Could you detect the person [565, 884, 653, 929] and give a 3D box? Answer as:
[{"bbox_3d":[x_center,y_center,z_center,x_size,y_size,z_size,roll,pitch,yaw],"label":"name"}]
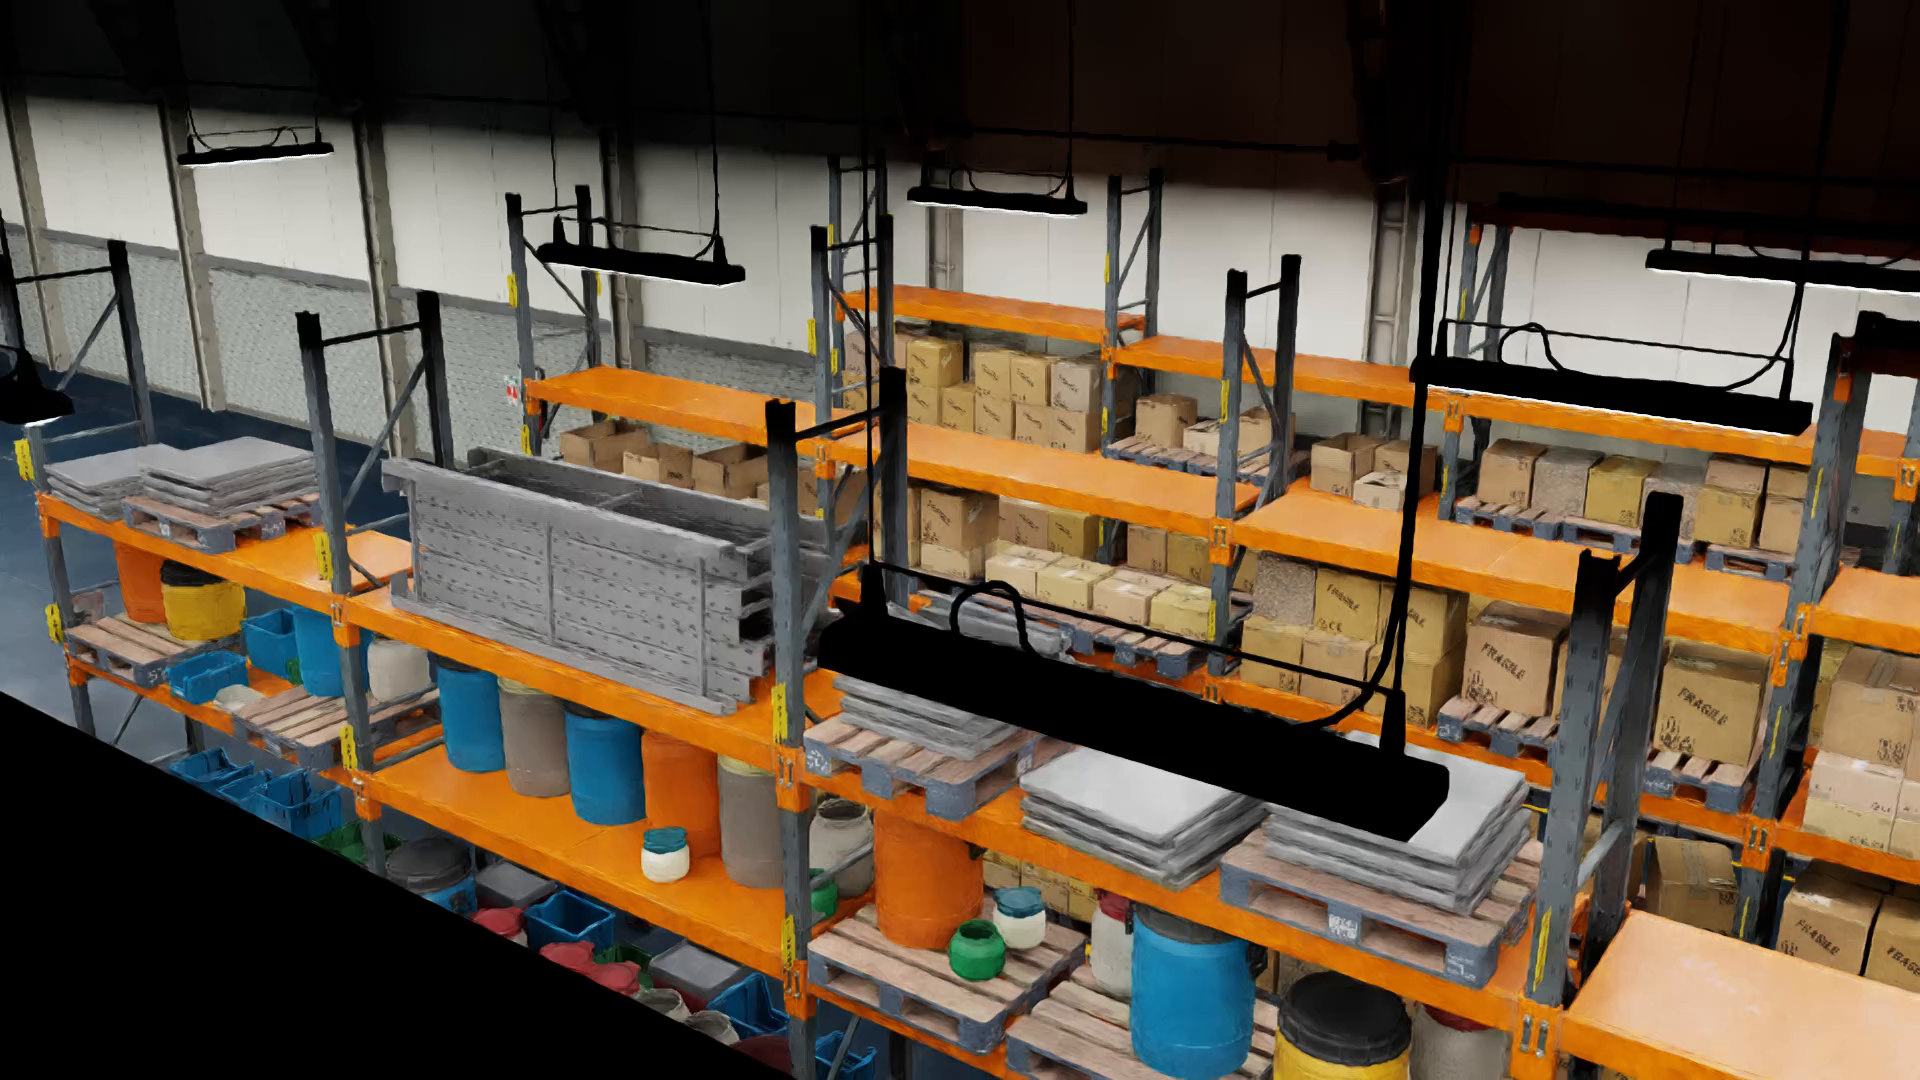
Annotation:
[{"bbox_3d":[-3.207,2.661,14.633,0.999,1.580,0.478,10,21,27],"label":"person"}]
